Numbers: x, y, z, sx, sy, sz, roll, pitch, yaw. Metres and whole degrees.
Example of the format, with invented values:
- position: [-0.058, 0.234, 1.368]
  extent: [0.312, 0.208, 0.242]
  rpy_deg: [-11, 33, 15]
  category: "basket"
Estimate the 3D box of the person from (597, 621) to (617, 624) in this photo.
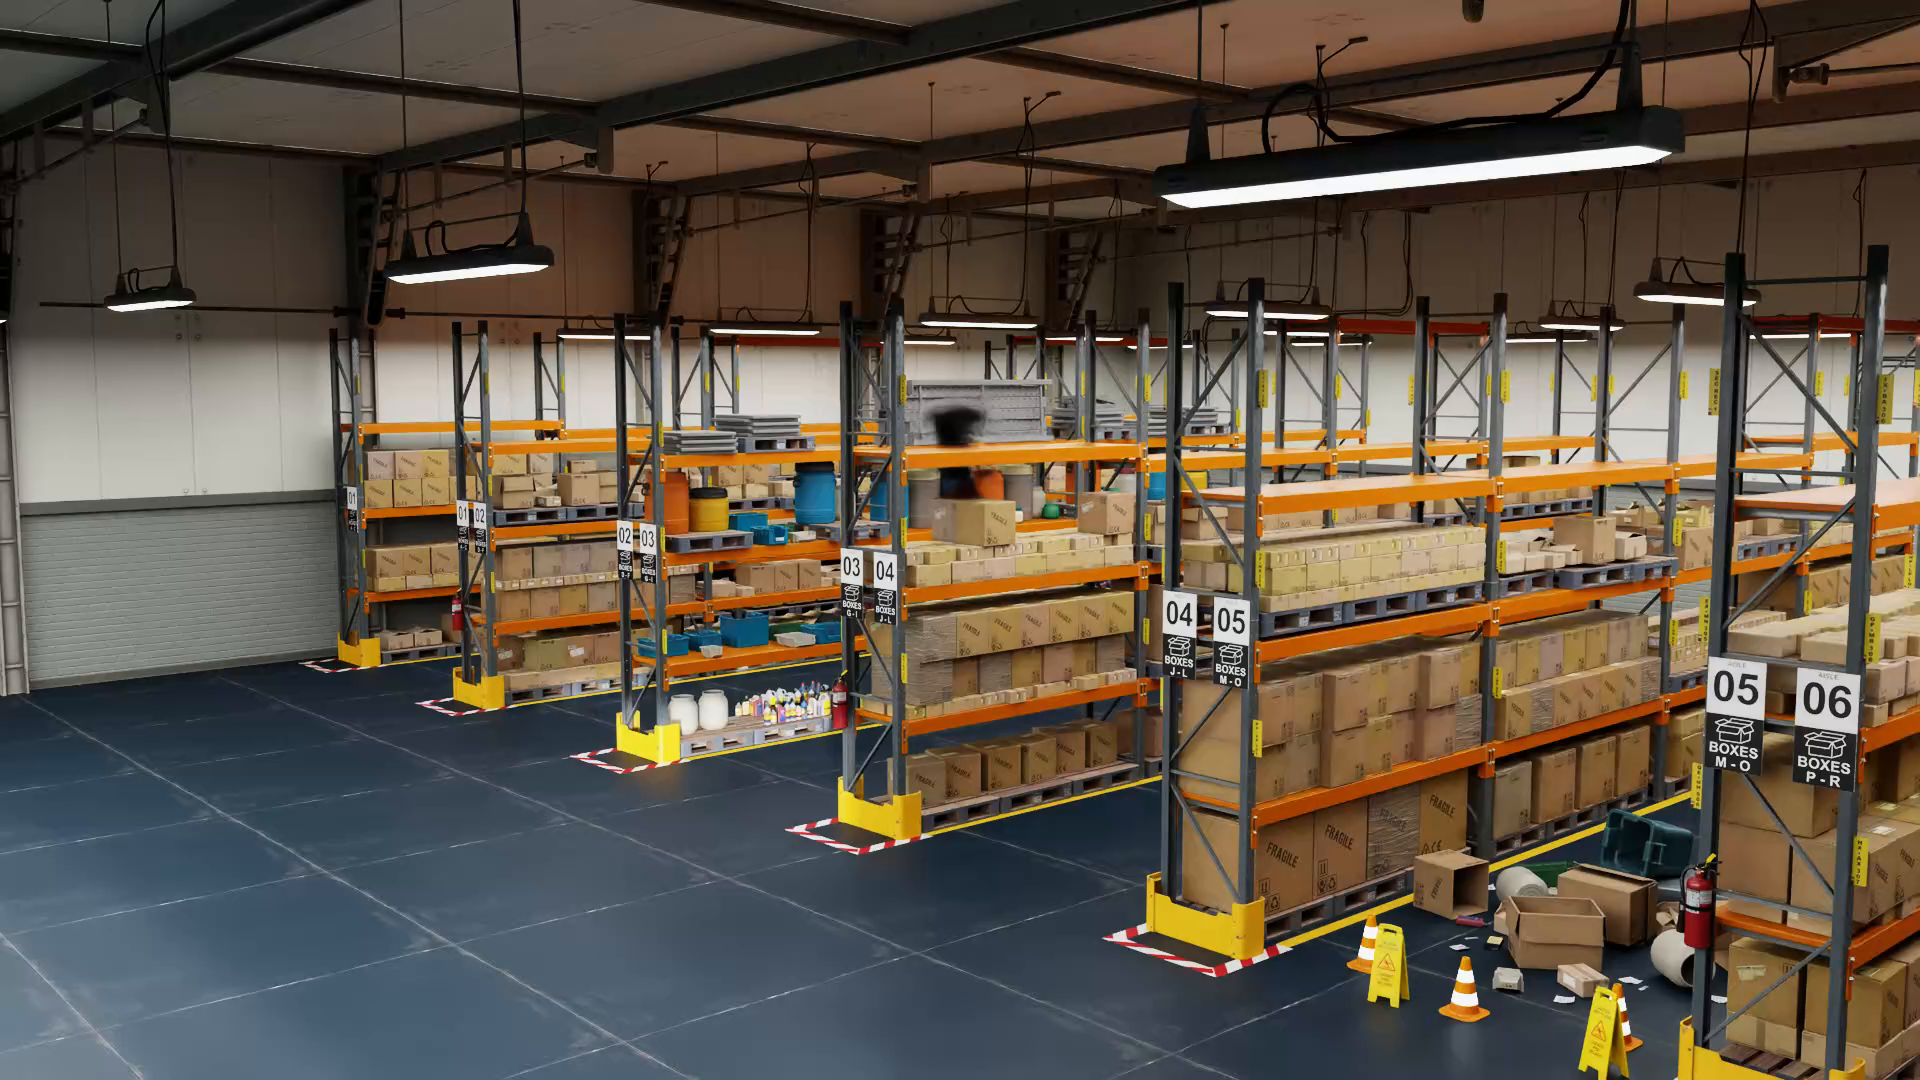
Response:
- position: [-6.132, 1.451, 29.678]
  extent: [0.712, 1.578, 0.877]
  rpy_deg: [3, 6, 29]
  category: "person"
